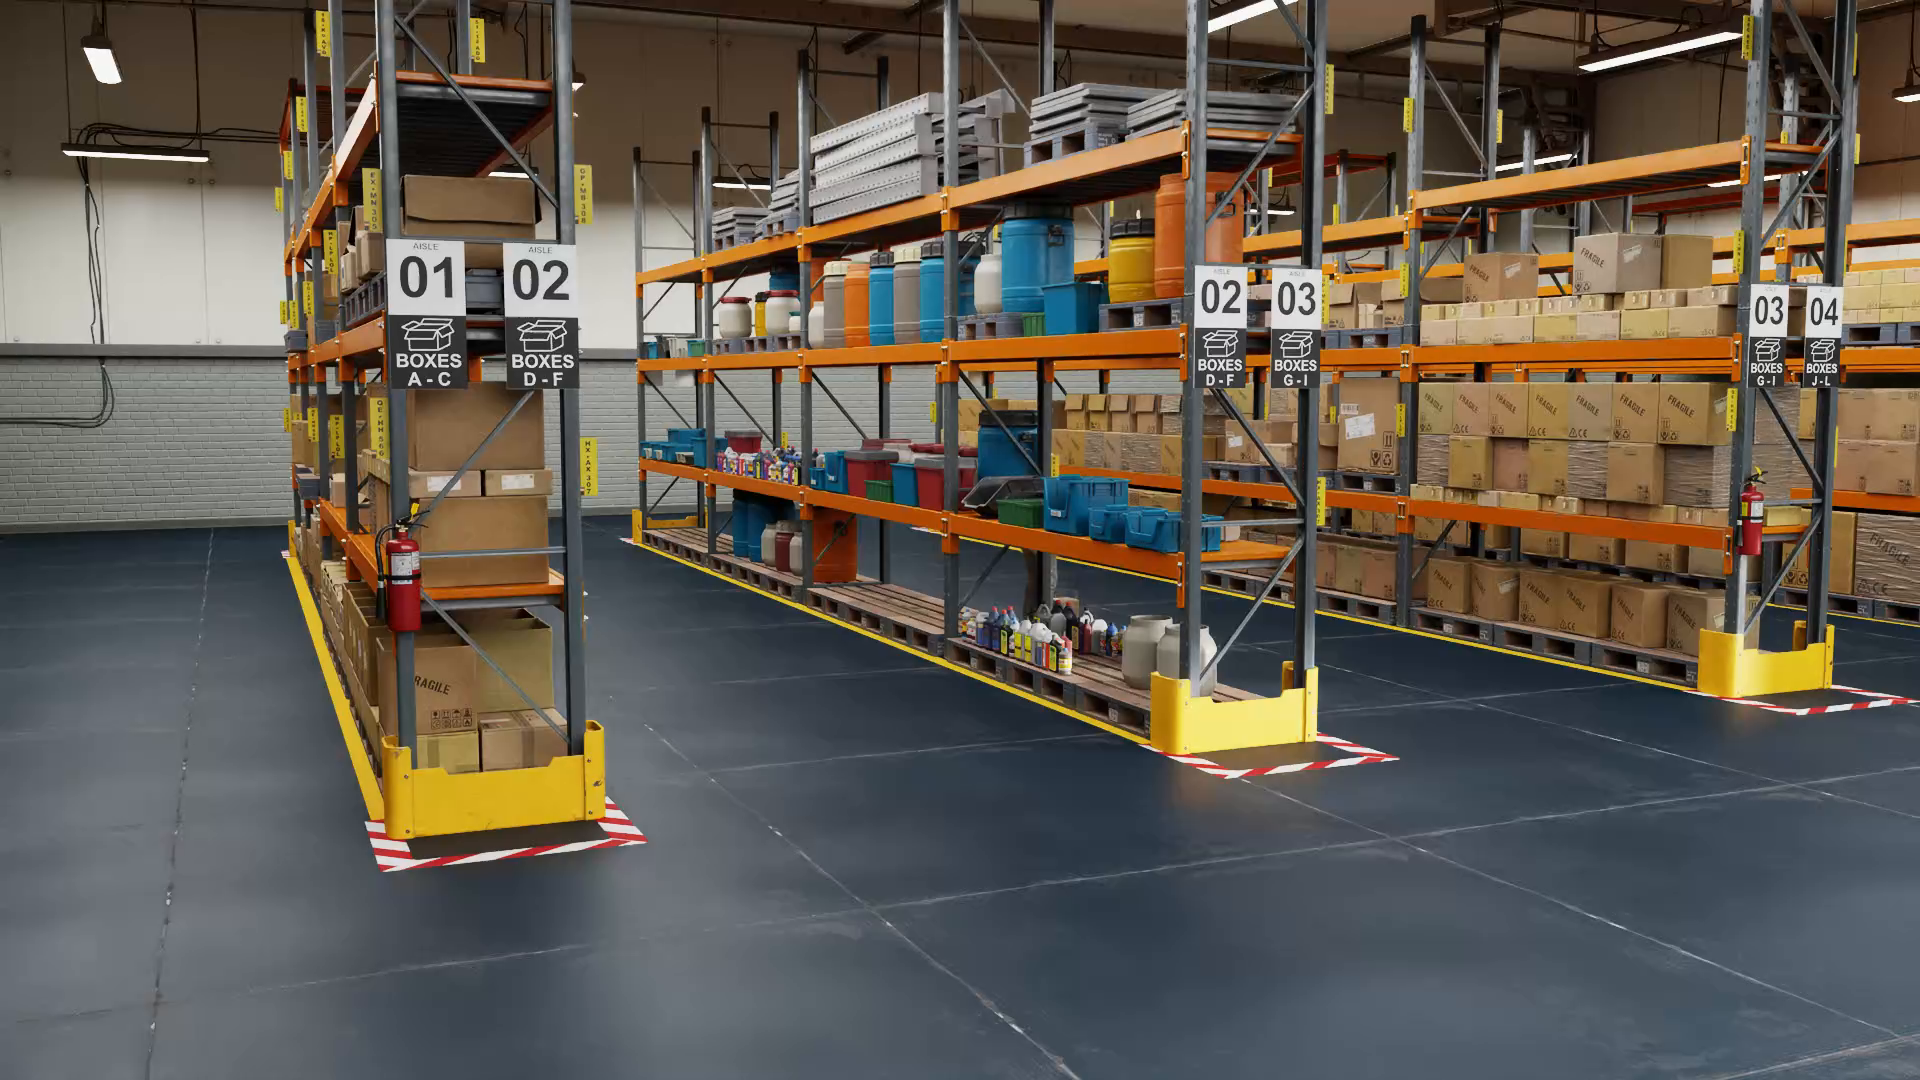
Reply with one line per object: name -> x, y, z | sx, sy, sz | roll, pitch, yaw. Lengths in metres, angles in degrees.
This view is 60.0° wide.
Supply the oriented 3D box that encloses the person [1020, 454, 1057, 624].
person -> 0.807, -0.019, 16.817 | 0.464, 1.771, 0.593 | -3, 6, -27
